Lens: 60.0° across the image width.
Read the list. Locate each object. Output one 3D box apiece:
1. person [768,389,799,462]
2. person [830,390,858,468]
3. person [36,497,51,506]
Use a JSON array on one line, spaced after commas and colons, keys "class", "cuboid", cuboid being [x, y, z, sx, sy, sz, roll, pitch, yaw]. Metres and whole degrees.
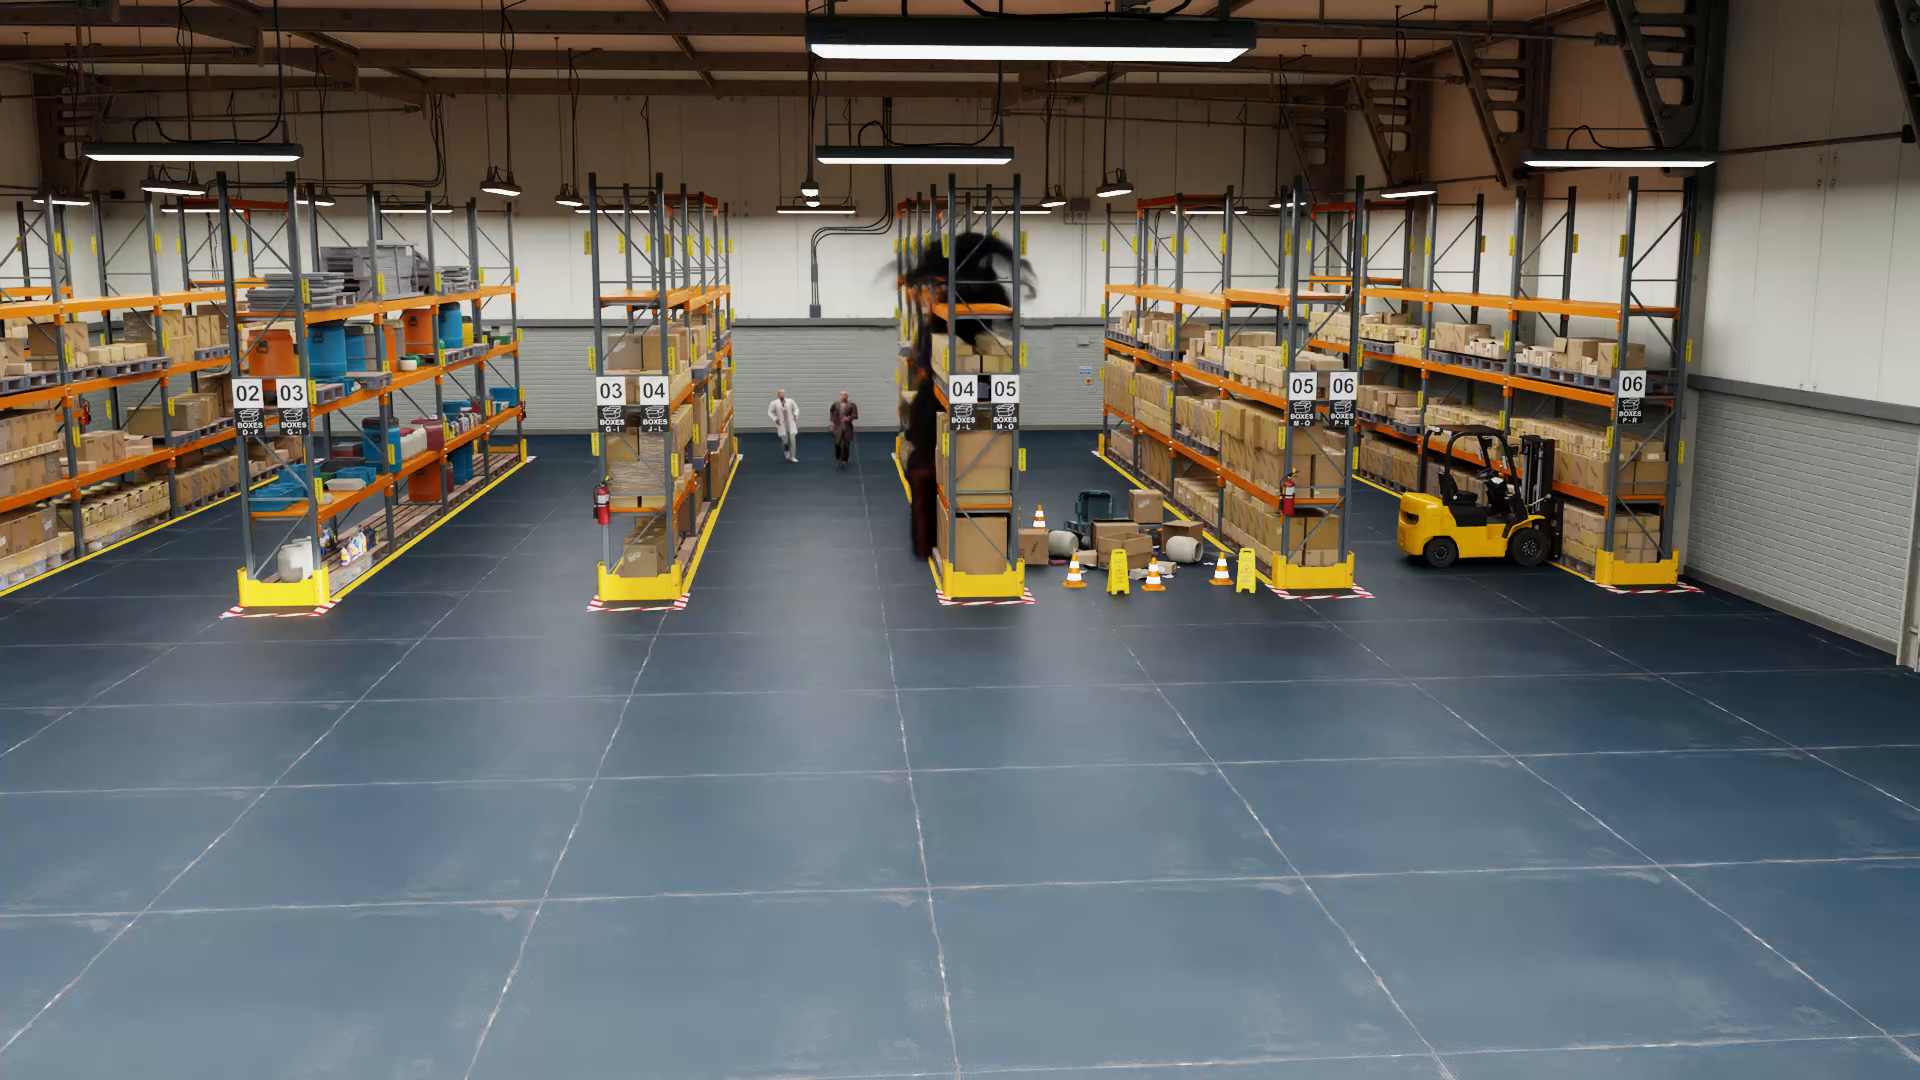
[{"class": "person", "cuboid": [-4.127, -2.694, 39.056, 0.738, 1.716, 0.701, -3, 11, -18]}, {"class": "person", "cuboid": [-2.655, -2.525, 37.924, 0.682, 1.767, 0.726, 0, 10, 3]}, {"class": "person", "cuboid": [-17.071, -1.183, 30.798, 0.510, 1.607, 0.676, -3, 10, -15]}]
